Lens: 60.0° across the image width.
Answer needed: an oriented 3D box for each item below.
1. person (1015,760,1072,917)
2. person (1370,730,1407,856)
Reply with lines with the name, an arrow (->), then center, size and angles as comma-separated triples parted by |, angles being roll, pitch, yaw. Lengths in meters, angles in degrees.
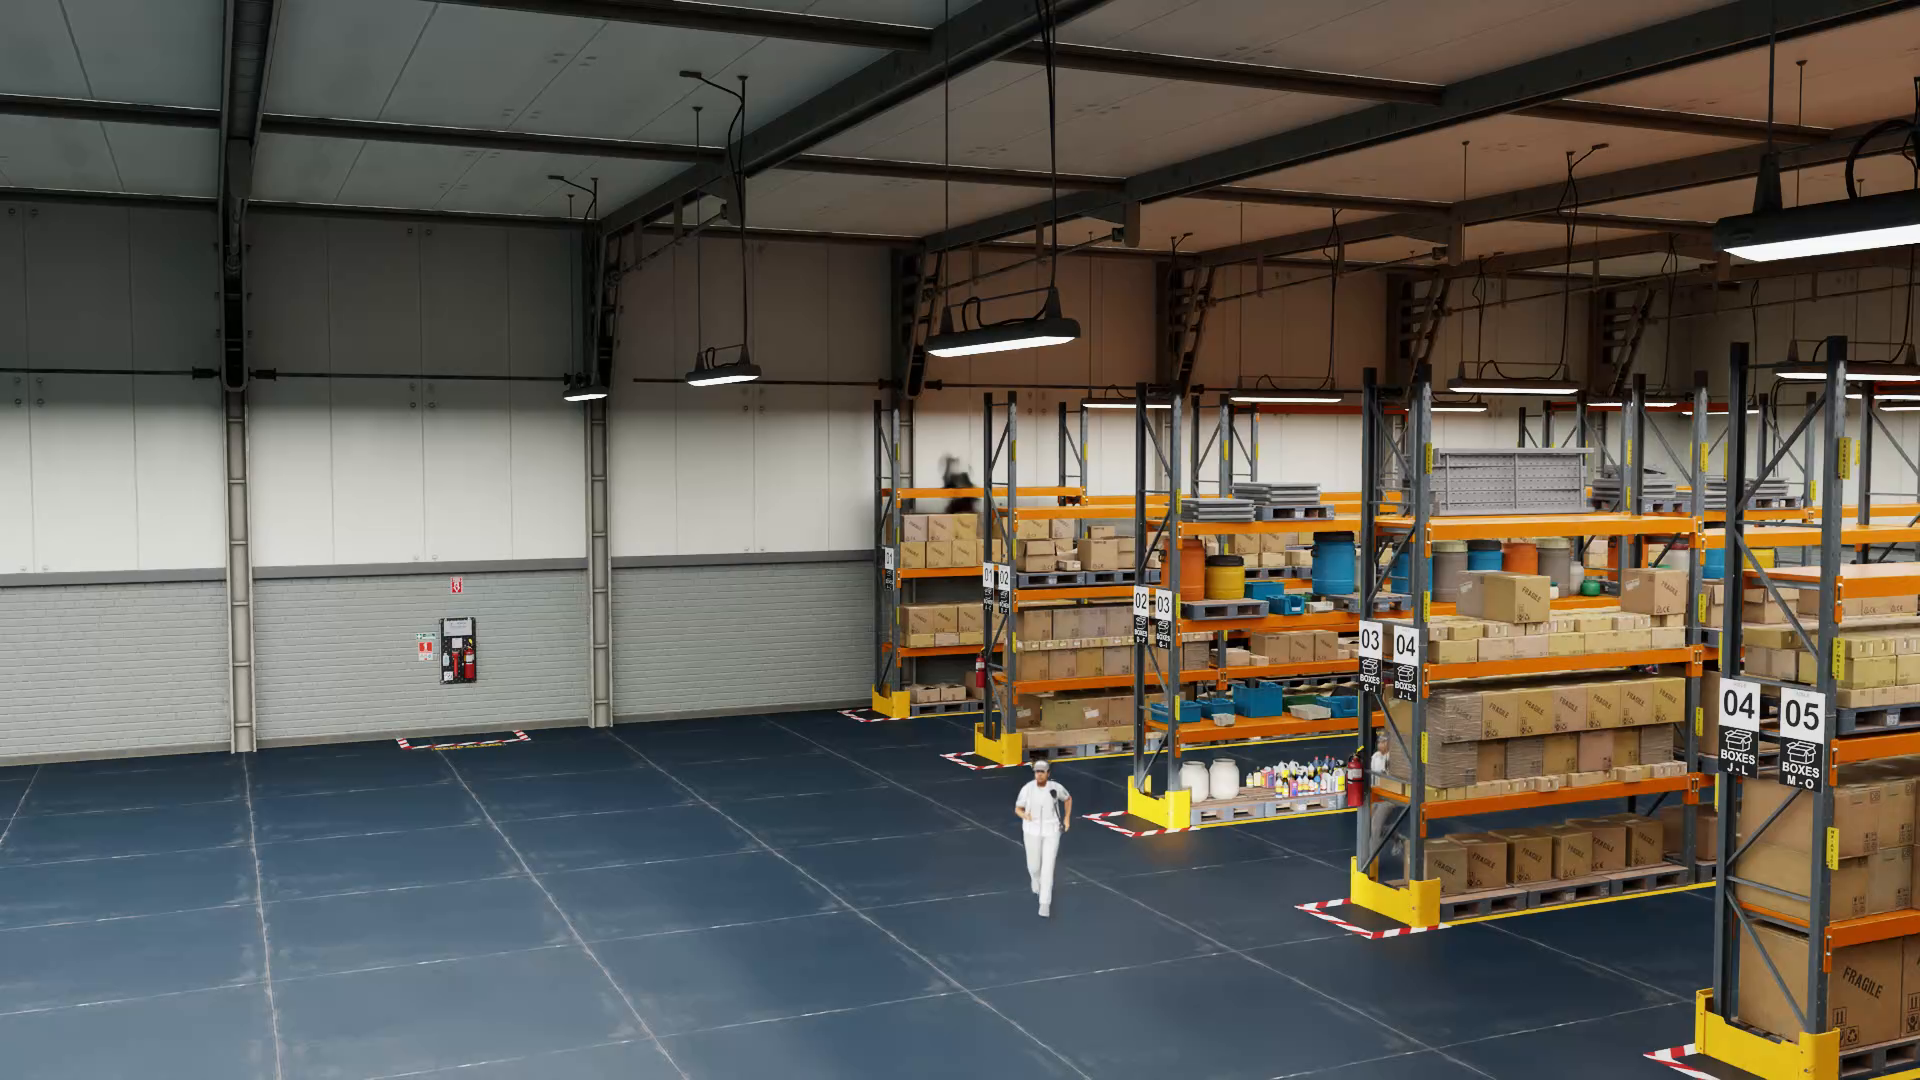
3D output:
person -> 0.911, 3.242, 18.373 | 0.619, 1.608, 1.044 | 0, 3, 8
person -> 5.132, 3.132, 20.148 | 0.893, 1.667, 0.618 | -2, 4, -29
